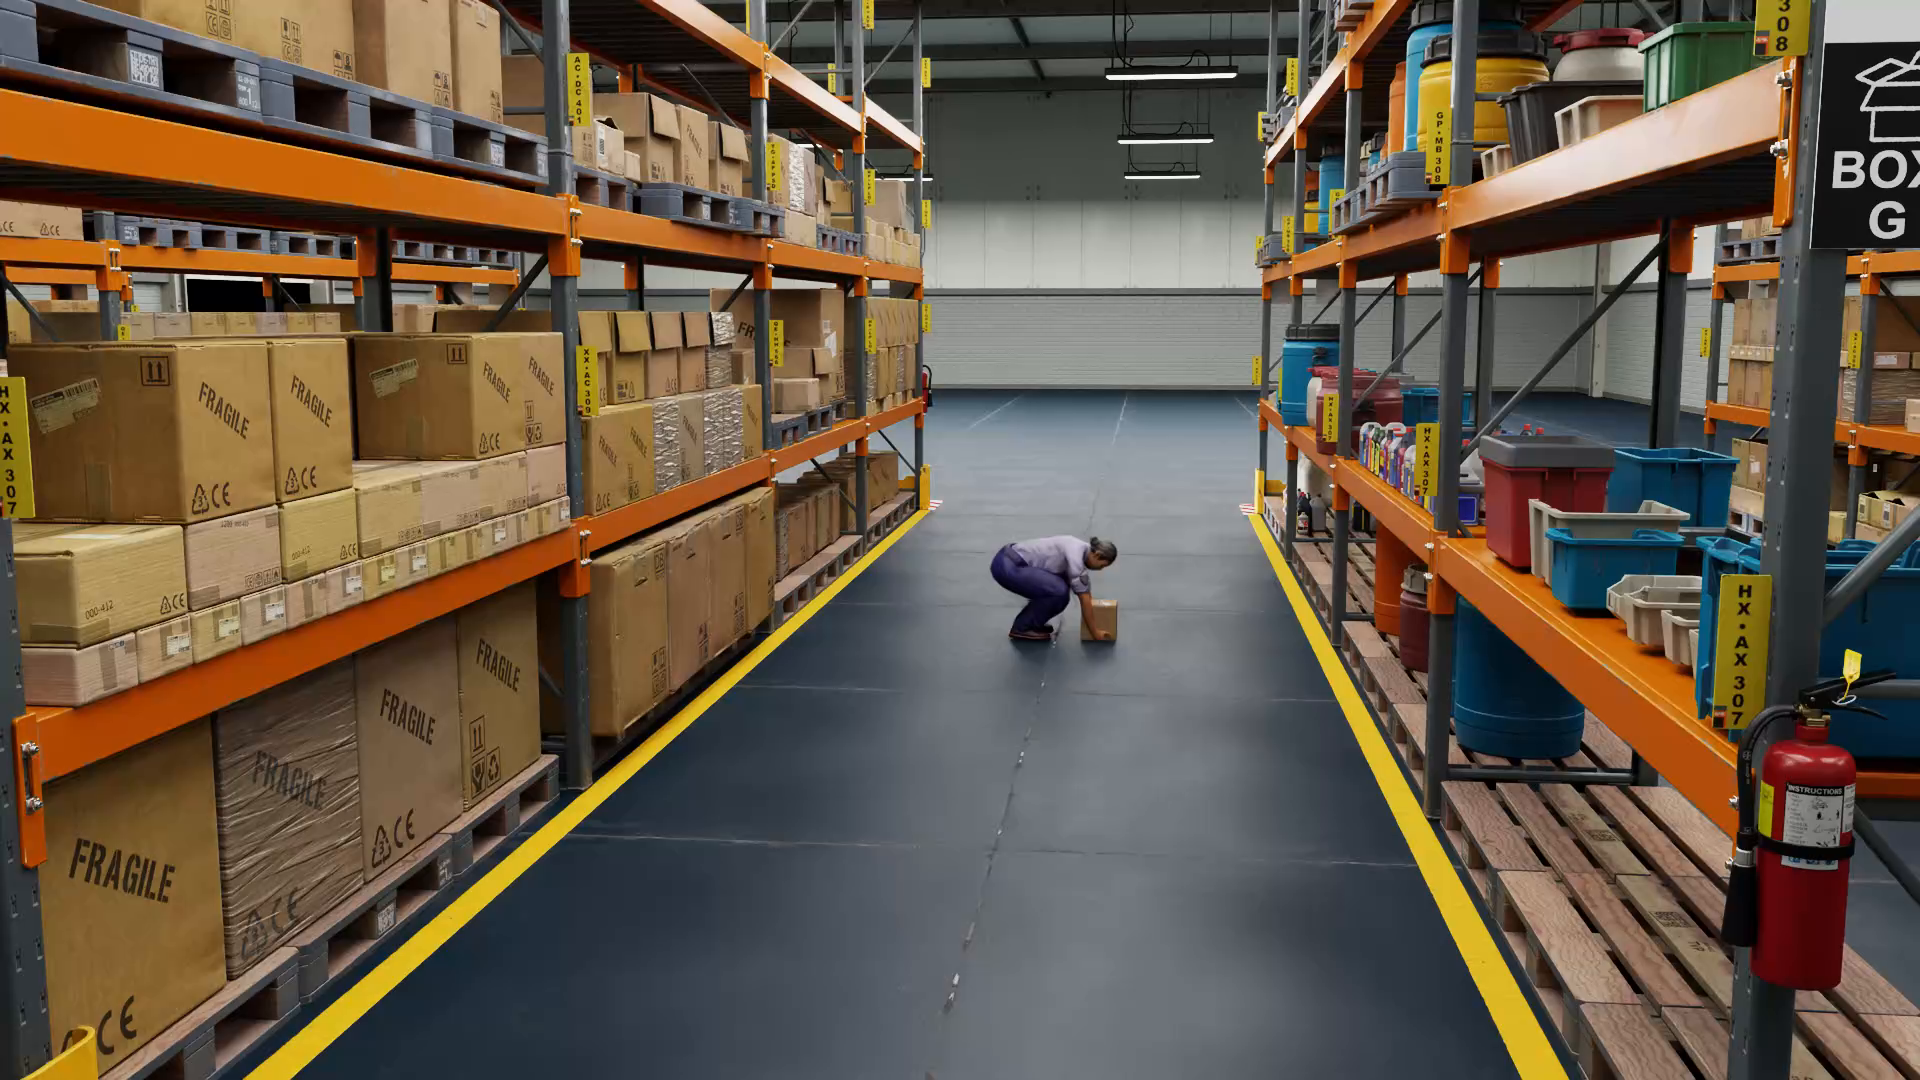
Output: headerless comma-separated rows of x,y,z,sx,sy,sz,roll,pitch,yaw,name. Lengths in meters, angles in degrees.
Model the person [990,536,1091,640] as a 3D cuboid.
0.578,0.335,11.862,0.717,0.723,0.509,1,8,5,person
